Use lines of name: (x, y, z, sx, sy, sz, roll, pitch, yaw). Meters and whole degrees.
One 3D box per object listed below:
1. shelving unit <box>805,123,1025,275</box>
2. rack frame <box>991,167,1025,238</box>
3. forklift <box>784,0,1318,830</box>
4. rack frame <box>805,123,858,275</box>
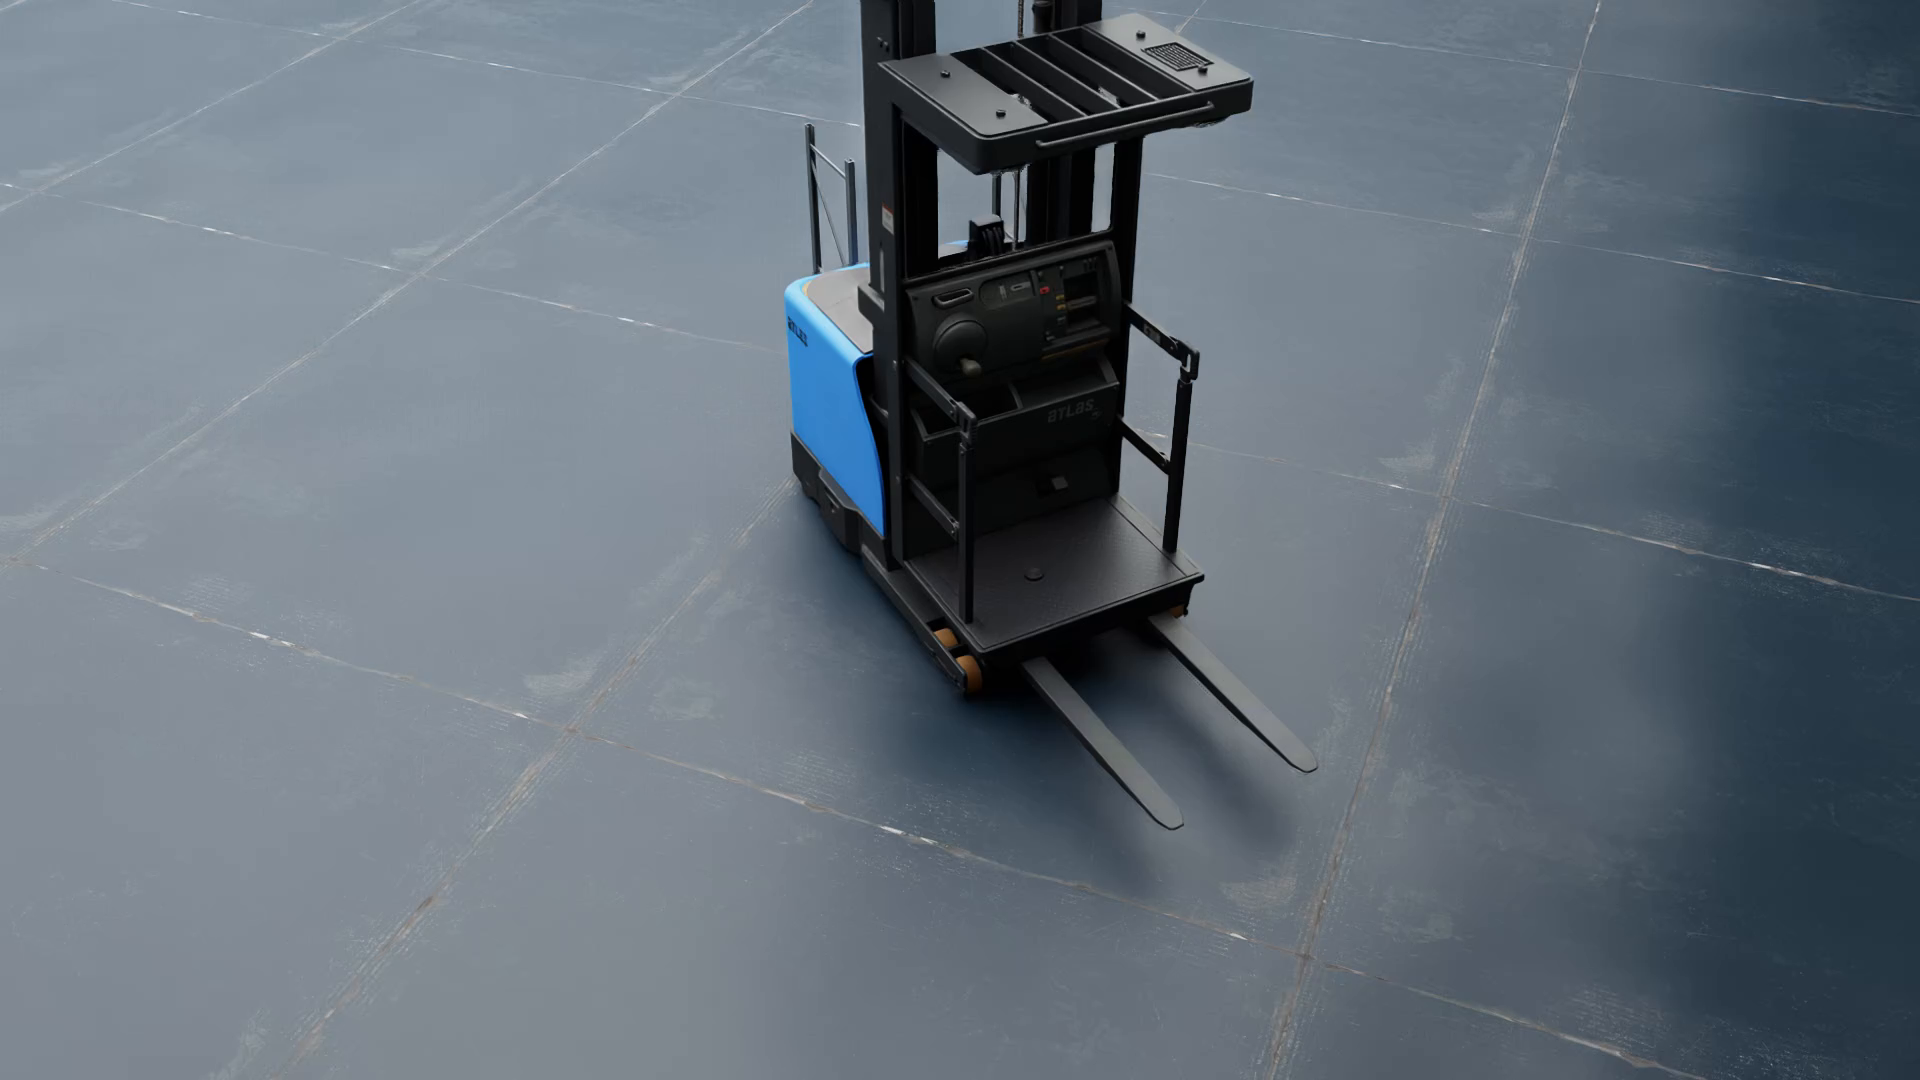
shelving unit: (-0.150, -1.388, 8.354, 1.083, 1.500, 0.587, -17, 40, -22)
rack frame: (0.292, -1.527, 8.540, 0.032, 1.500, 0.500, -17, 40, -22)
forklift: (0.332, -0.844, 6.431, 1.130, 2.935, 3.031, -18, 40, -22)
rack frame: (-0.608, -1.244, 8.162, 0.032, 1.500, 0.500, -17, 40, -22)
